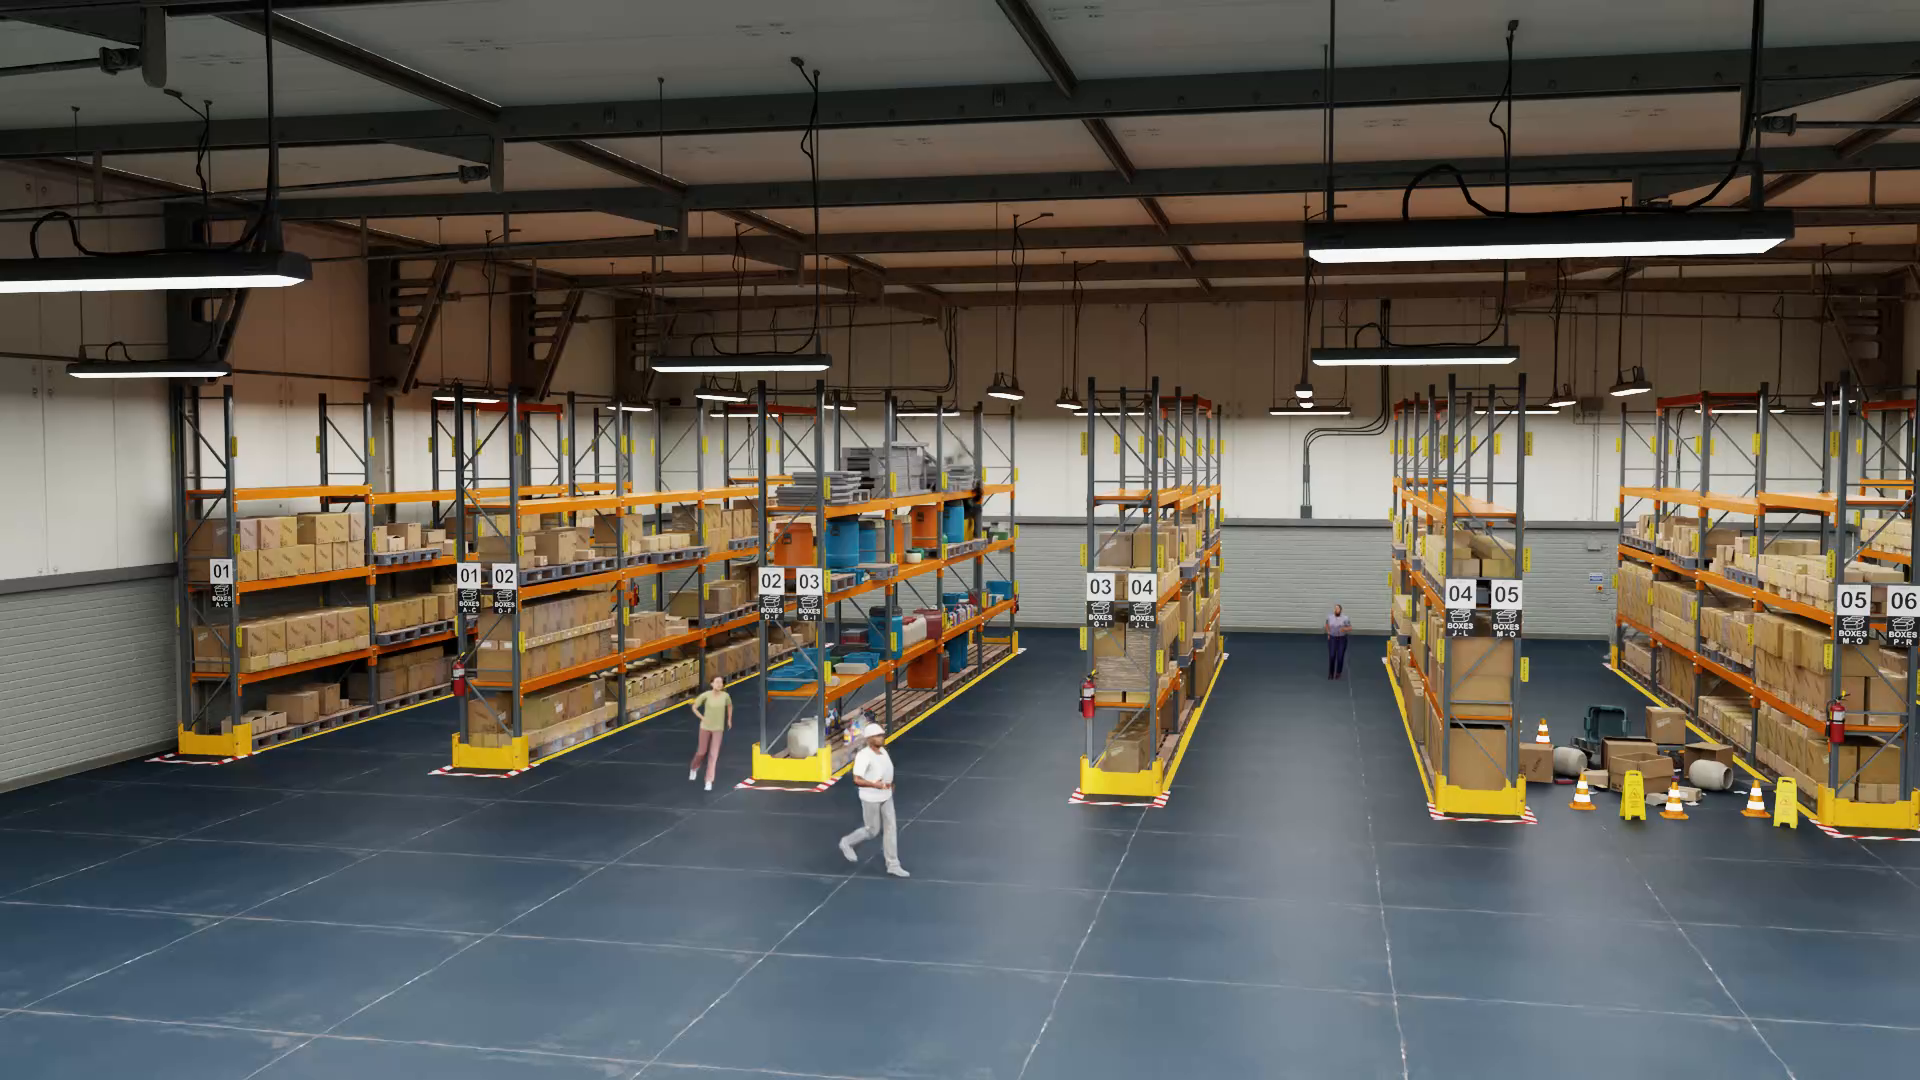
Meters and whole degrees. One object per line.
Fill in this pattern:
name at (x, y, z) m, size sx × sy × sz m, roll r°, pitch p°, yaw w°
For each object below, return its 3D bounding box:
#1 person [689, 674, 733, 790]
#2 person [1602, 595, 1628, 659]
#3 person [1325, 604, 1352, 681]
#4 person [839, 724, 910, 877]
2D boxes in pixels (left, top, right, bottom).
person at (-3.630, 2.794, 24.501) m, size 0.636 × 1.634 × 0.954 m, roll -1°, pitch 3°, yaw -18°
person at (15.434, 1.996, 38.849) m, size 0.874 × 1.649 × 0.675 m, roll 2°, pitch 4°, yaw 34°
person at (8.111, 2.208, 35.659) m, size 0.574 × 1.685 × 0.697 m, roll 1°, pitch 3°, yaw 16°
person at (-0.995, 3.023, 19.438) m, size 0.957 × 1.761 × 0.700 m, roll 2°, pitch 4°, yaw 34°
